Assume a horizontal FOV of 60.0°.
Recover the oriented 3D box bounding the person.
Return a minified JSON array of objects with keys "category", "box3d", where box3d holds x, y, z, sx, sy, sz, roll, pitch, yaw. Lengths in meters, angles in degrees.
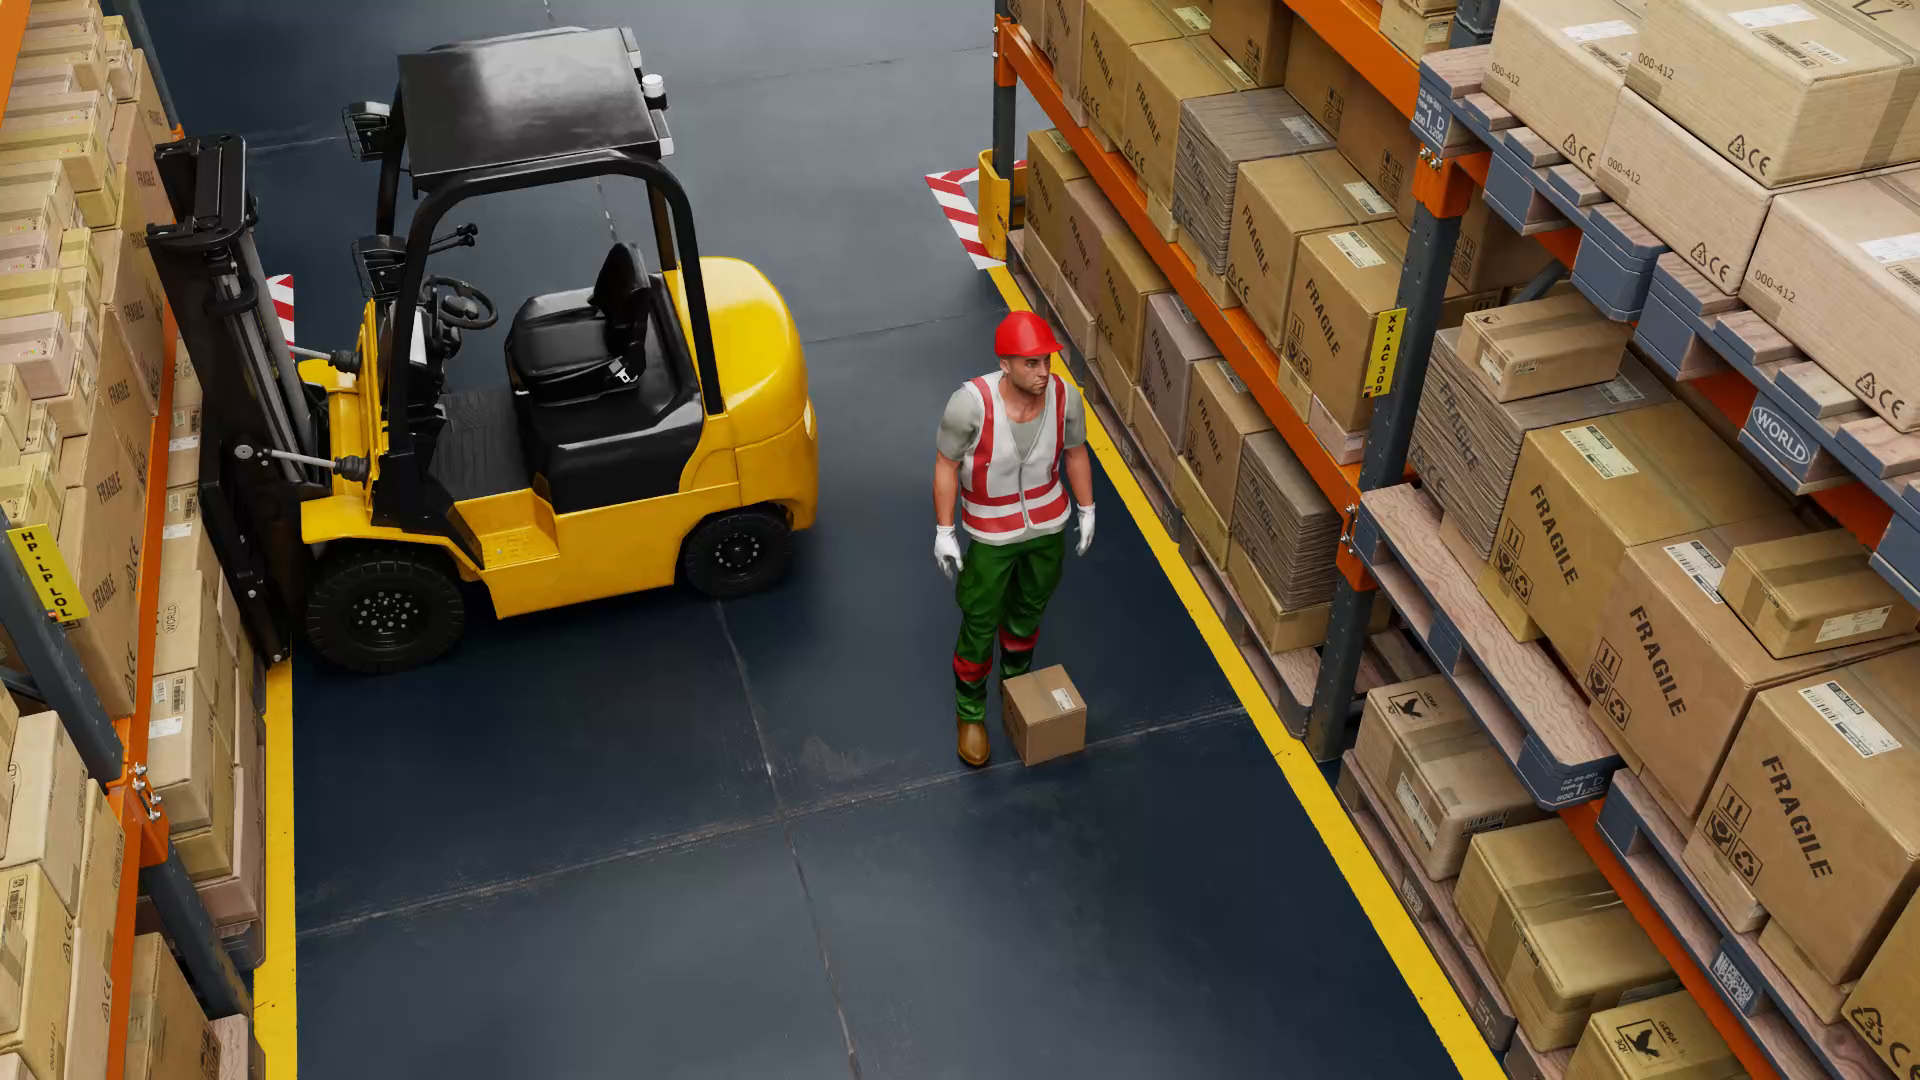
[{"category":"person","box3d":[0.223,-0.002,6.131,0.638,1.787,0.564,-13,43,-14]}]
